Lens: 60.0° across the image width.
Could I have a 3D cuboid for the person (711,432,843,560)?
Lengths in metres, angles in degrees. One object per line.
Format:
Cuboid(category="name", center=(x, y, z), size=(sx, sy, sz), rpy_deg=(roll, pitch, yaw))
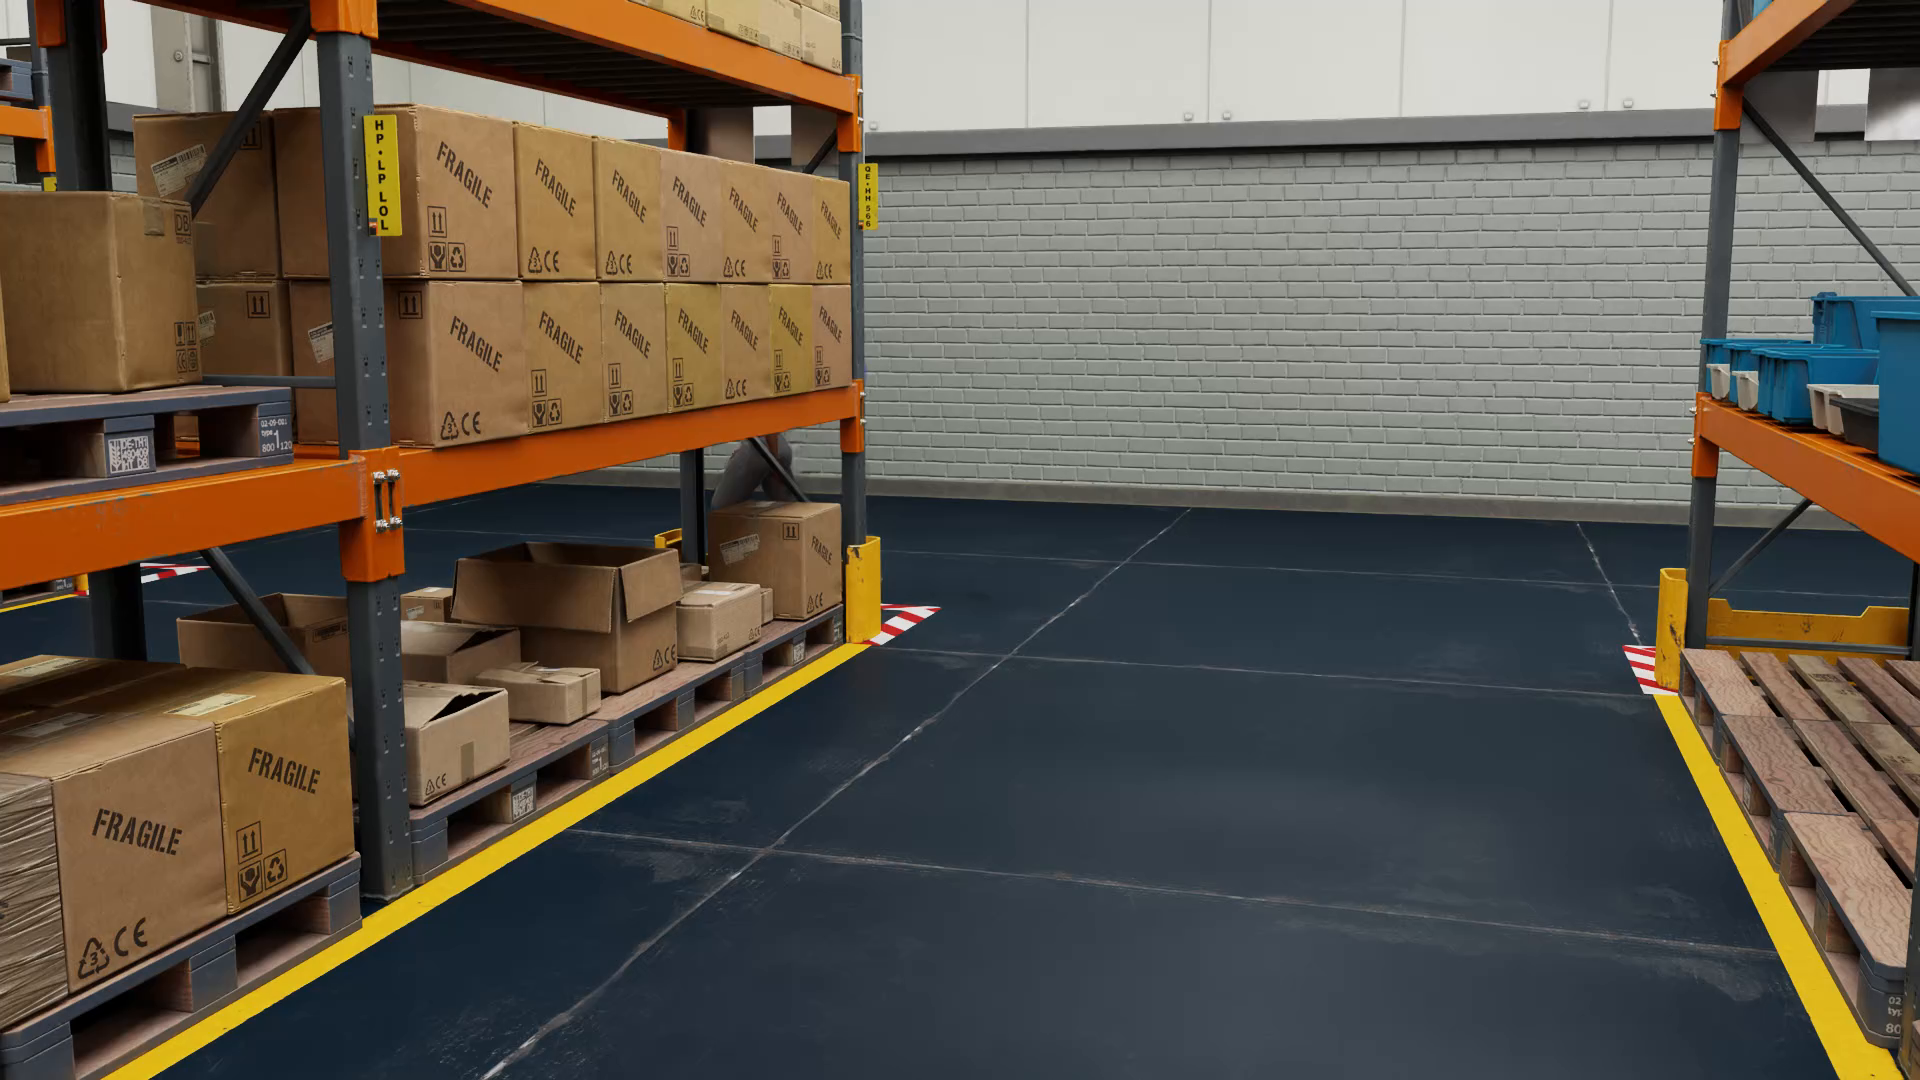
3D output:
Cuboid(category="person", center=(-1.158, -0.520, 9.855), size=(0.987, 1.597, 0.431), rpy_deg=(2, 9, 14))
